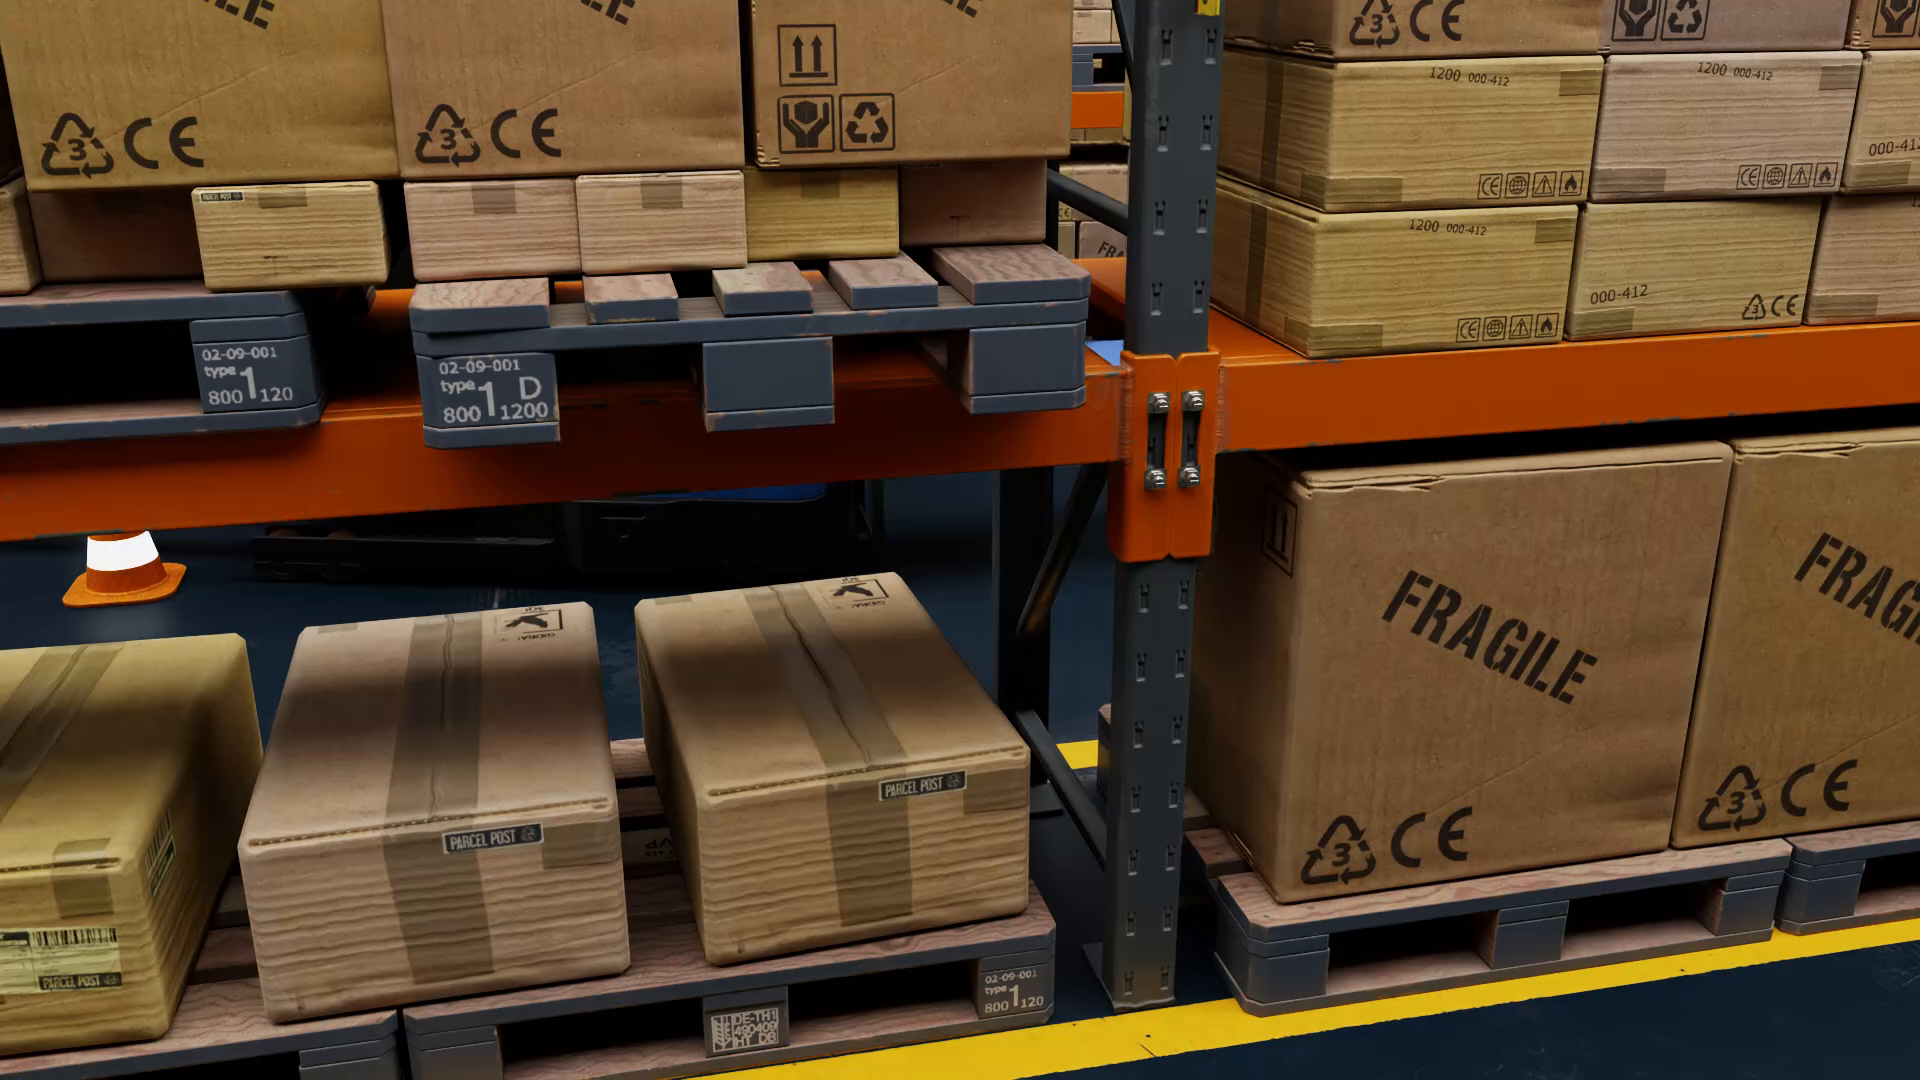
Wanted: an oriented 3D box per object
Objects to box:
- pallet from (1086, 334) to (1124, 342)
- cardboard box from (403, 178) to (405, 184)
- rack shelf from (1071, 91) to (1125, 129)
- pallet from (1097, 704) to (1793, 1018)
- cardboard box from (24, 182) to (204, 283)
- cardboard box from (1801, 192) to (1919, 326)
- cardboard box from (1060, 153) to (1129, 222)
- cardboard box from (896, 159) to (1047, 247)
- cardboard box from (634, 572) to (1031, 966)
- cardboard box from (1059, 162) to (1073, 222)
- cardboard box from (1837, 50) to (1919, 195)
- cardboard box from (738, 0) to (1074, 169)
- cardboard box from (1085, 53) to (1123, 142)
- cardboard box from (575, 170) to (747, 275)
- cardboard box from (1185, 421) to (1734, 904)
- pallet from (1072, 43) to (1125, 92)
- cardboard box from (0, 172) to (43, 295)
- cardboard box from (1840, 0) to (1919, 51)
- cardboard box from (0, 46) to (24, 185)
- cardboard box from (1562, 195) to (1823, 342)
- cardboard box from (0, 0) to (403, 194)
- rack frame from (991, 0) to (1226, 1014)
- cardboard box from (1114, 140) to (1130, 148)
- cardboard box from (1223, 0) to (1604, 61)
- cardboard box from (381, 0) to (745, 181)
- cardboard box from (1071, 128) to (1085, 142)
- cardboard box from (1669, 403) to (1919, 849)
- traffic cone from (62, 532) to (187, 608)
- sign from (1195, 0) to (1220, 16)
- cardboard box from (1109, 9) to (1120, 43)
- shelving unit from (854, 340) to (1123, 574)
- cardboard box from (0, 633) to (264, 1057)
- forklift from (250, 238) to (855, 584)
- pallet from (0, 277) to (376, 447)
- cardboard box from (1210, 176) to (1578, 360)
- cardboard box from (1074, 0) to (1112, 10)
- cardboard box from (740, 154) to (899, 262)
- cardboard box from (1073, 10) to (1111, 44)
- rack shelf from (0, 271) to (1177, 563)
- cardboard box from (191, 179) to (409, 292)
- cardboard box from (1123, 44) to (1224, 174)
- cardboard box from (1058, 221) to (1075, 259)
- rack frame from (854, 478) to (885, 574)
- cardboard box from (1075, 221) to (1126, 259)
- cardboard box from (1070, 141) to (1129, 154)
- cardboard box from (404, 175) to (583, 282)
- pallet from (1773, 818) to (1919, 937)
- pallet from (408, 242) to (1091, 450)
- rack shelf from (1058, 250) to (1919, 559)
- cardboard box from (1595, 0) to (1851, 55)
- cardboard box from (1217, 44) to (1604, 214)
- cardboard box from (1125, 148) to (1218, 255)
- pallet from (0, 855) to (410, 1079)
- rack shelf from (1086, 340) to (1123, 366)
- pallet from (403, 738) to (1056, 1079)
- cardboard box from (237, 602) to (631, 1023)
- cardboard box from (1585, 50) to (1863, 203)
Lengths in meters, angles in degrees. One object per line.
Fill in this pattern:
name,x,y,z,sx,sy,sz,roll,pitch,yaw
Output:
pallet,0.959,-1.145,8.632,1.213,0.211,1.003,-5,21,-12
cardboard box,-0.941,-0.732,3.206,0.250,0.149,0.380,-5,21,-12
rack shelf,0.959,-2.118,8.281,4.000,0.370,1.077,-5,21,-12
pallet,1.035,0.624,3.804,1.213,0.211,1.003,-5,21,-12
cardboard box,-1.279,-0.521,2.630,0.250,0.149,0.380,-4,21,-12
cardboard box,1.792,-0.618,3.360,0.500,0.250,0.500,-4,20,-11
cardboard box,0.718,-1.721,8.086,0.500,0.250,0.500,-4,21,-12
cardboard box,-0.015,-0.623,2.908,0.250,0.149,0.380,-4,20,-10
cardboard box,-0.302,0.430,3.490,0.625,0.372,0.950,-6,21,-16
cardboard box,0.233,-1.686,7.991,0.500,0.250,0.500,-5,21,-13
cardboard box,1.791,-0.846,3.254,0.500,0.250,0.500,-5,21,-13
cardboard box,-0.128,-0.903,2.730,0.500,0.500,0.500,-5,21,-14
cardboard box,1.244,-3.424,13.280,0.875,0.875,1.225,-5,21,-12
cardboard box,-0.494,-0.542,2.689,0.250,0.149,0.380,-5,21,-13
cardboard box,0.941,0.125,3.590,0.875,0.875,0.875,-5,21,-13
pallet,0.930,-2.377,8.223,1.213,0.211,1.003,-5,21,-12
cardboard box,-1.504,-0.474,2.501,0.250,0.149,0.380,-5,21,-14
cardboard box,1.774,-1.200,3.131,0.500,0.500,0.500,-4,21,-11
cardboard box,-1.651,-0.775,2.381,0.500,0.500,0.500,-6,21,-15
cardboard box,1.280,-0.579,3.252,0.500,0.250,0.500,-5,21,-14
cardboard box,-1.120,-0.818,2.499,0.500,0.500,0.500,-6,21,-16
rack frame,0.250,-0.648,3.223,0.127,3.000,1.000,-5,21,-12
cardboard box,1.111,-1.937,8.676,0.500,0.250,0.500,-4,20,-10
cardboard box,0.786,-1.122,2.917,0.500,0.500,0.500,-5,21,-14
cardboard box,-0.629,-0.858,2.609,0.500,0.500,0.500,-5,21,-13
cardboard box,0.375,-3.353,13.086,0.875,0.875,1.225,-5,21,-14
cardboard box,1.810,0.056,3.779,0.875,0.875,0.875,-4,21,-12
traffic cone,-2.706,-0.065,5.319,0.334,0.463,0.336,-5,21,-12
sign,0.384,-0.974,2.544,0.005,0.325,0.100,-5,21,-12
cardboard box,0.784,-2.450,7.896,0.250,0.149,0.380,-4,21,-12
shelving unit,0.191,-0.683,5.498,1.048,1.500,0.538,-4,20,-10
cardboard box,-1.758,0.549,3.165,0.625,0.372,0.950,-4,20,-11
forklift,-1.902,-1.420,5.428,3.031,2.935,1.130,2,20,4
pallet,-1.667,-0.388,2.791,1.213,0.211,1.003,-5,21,-12
cardboard box,0.784,-0.532,3.125,0.500,0.250,0.500,-5,21,-13
cardboard box,0.540,-2.571,7.794,0.250,0.149,0.380,-5,21,-12
cardboard box,-0.259,-0.577,2.784,0.250,0.149,0.380,-4,21,-12
cardboard box,0.539,-2.431,7.844,0.250,0.149,0.380,-4,20,-11
rack shelf,-1.696,-0.152,2.915,4.000,0.370,1.077,-5,21,-12
cardboard box,-1.005,-0.499,2.570,0.250,0.149,0.380,-4,21,-12
cardboard box,0.663,-0.936,3.500,0.500,0.250,0.500,-5,21,-13
cardboard box,0.248,-1.332,8.114,0.500,0.500,0.500,-4,21,-12
rack frame,-0.308,-0.649,5.407,0.032,1.500,0.500,-4,20,-10
cardboard box,0.747,-1.374,8.229,0.500,0.500,0.500,-5,21,-14
cardboard box,0.605,-1.893,8.555,0.500,0.250,0.500,-4,21,-11
cardboard box,-0.741,-0.525,2.642,0.250,0.149,0.380,-6,21,-15
pallet,2.220,0.529,4.065,1.213,0.211,1.003,-5,21,-12
pallet,-0.419,-0.466,3.005,1.003,0.211,1.213,-5,21,-12
rack shelf,2.196,-0.469,3.779,4.000,0.370,1.077,-5,21,-12
cardboard box,1.267,-1.164,3.033,0.500,0.500,0.500,-5,21,-12
cardboard box,0.800,-0.770,3.047,0.500,0.250,0.500,-5,21,-13
cardboard box,0.683,-0.705,3.596,0.500,0.250,0.500,-5,21,-14
pallet,-1.696,0.818,3.275,1.213,0.211,1.003,-5,21,-12
rack shelf,0.191,-0.514,5.560,1.000,0.185,0.538,-4,20,-10
pallet,-0.511,0.722,3.535,1.213,0.211,1.003,-5,21,-12
cardboard box,-1.018,0.491,3.323,0.625,0.372,0.950,-5,21,-14
cardboard box,1.303,-0.811,3.158,0.500,0.250,0.500,-4,21,-11
